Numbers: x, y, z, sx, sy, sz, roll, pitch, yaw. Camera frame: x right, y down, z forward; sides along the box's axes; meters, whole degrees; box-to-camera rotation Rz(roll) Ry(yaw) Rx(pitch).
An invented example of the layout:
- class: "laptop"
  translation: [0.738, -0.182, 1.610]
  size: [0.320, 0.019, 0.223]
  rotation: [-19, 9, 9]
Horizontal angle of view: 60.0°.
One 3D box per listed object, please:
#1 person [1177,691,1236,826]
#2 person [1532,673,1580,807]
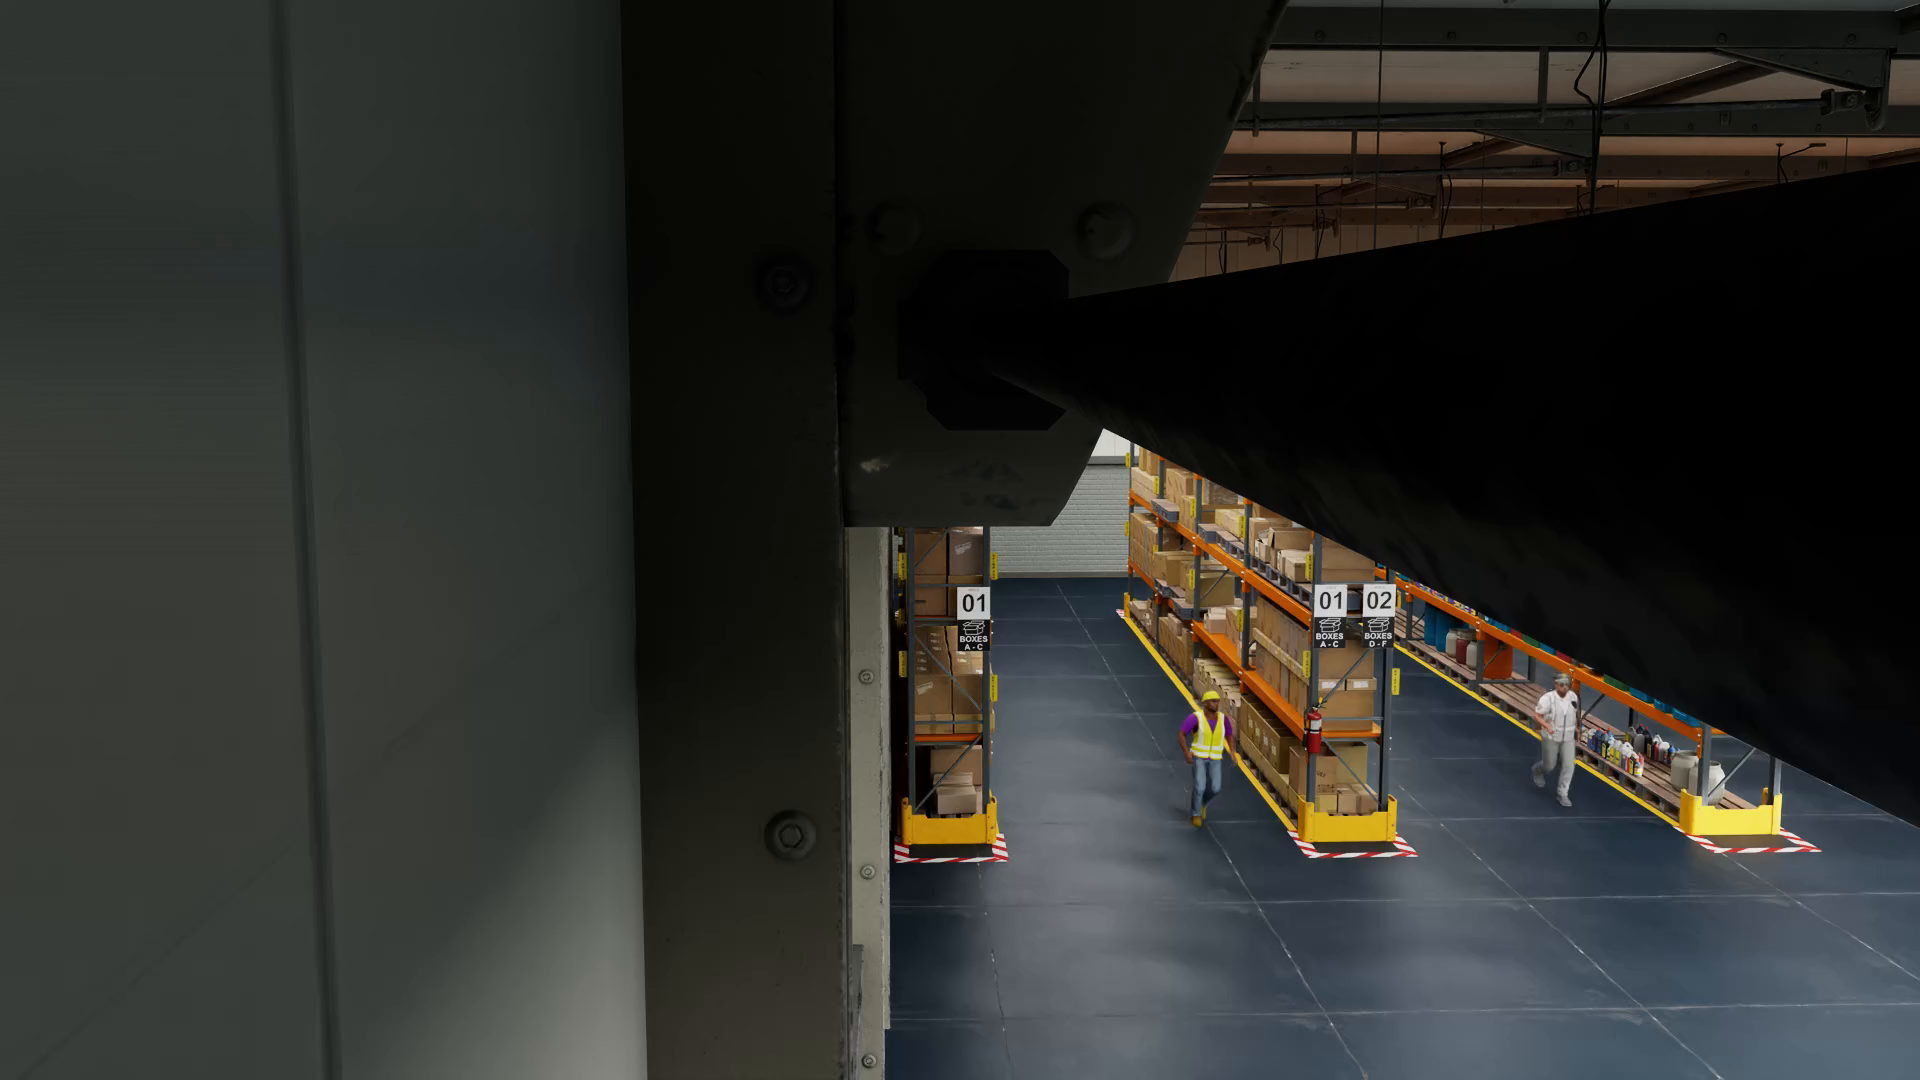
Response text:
- class: "person"
  translation: [3.161, 2.791, 21.182]
  size: [0.761, 1.699, 0.525]
  rotation: [-1, 7, -7]
- class: "person"
  translation: [8.002, 2.619, 22.315]
  size: [0.654, 1.756, 0.897]
  rotation: [0, 7, -2]
